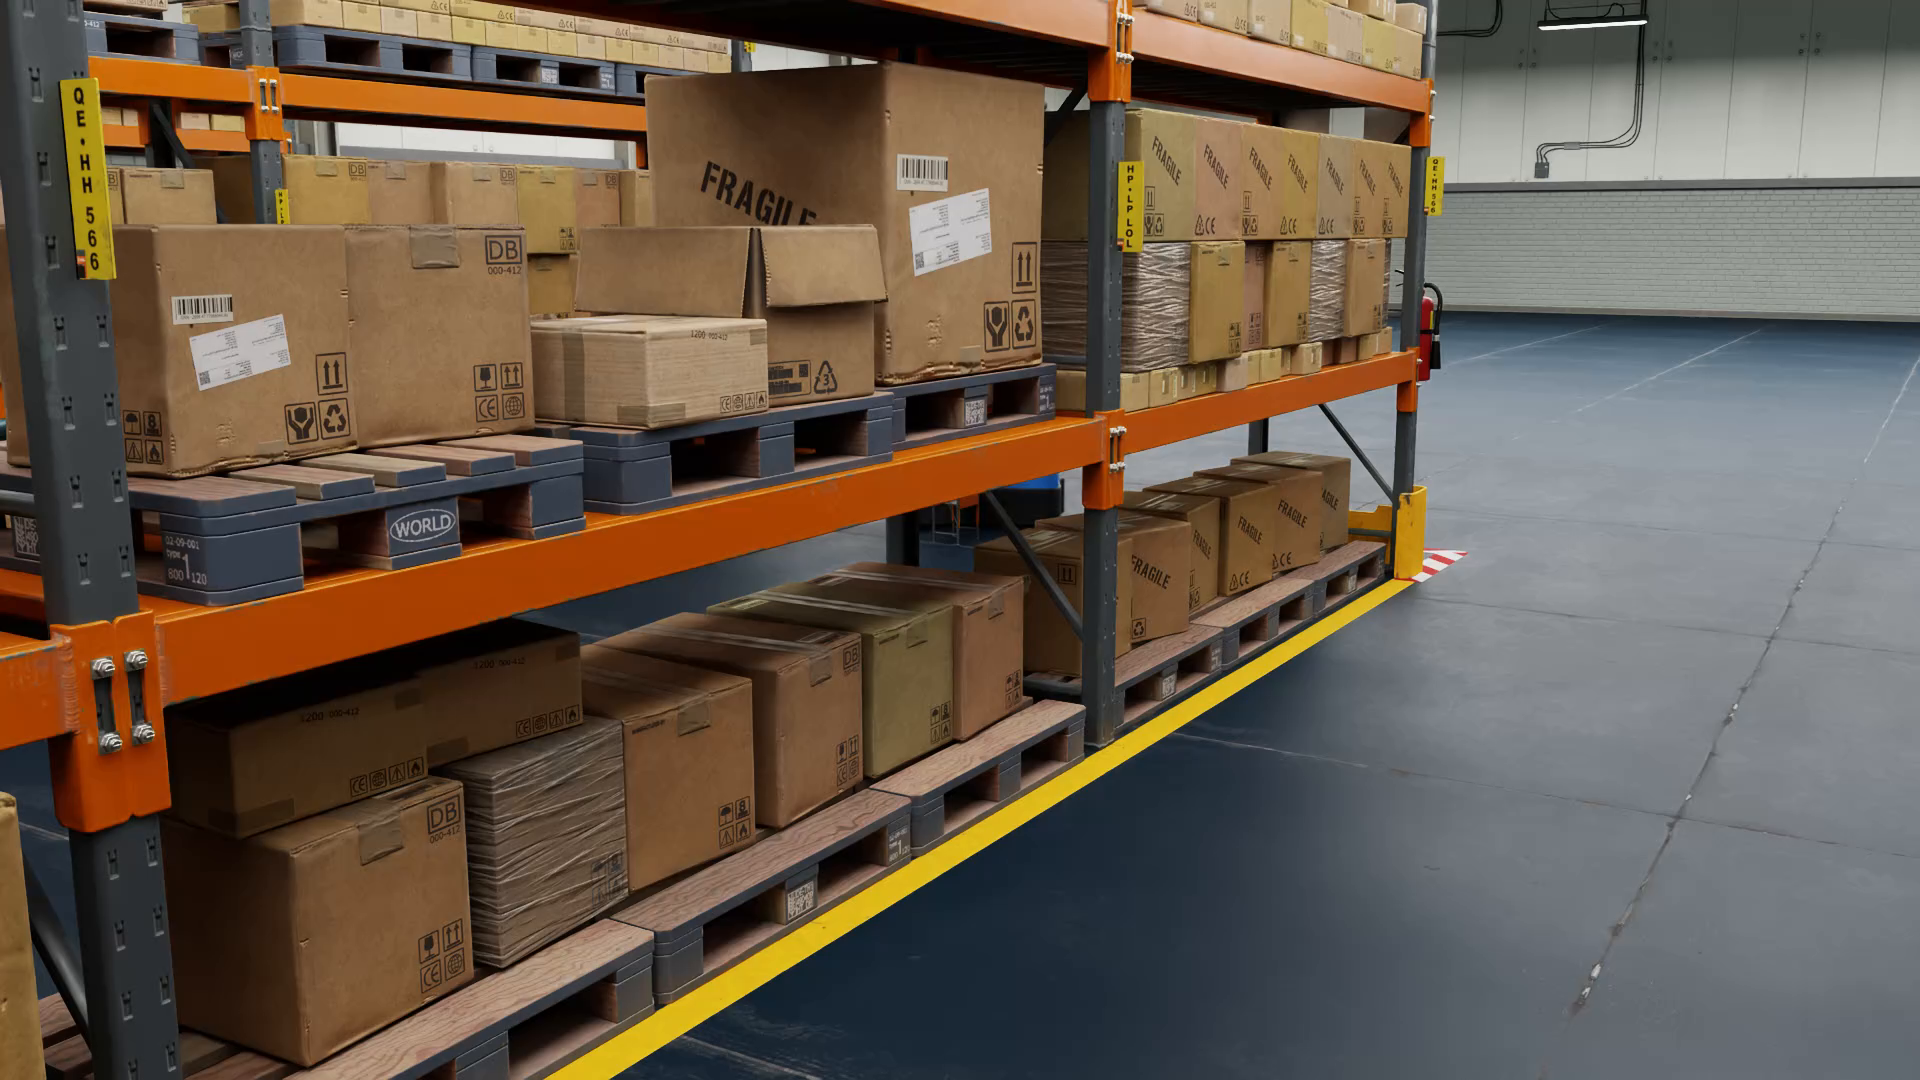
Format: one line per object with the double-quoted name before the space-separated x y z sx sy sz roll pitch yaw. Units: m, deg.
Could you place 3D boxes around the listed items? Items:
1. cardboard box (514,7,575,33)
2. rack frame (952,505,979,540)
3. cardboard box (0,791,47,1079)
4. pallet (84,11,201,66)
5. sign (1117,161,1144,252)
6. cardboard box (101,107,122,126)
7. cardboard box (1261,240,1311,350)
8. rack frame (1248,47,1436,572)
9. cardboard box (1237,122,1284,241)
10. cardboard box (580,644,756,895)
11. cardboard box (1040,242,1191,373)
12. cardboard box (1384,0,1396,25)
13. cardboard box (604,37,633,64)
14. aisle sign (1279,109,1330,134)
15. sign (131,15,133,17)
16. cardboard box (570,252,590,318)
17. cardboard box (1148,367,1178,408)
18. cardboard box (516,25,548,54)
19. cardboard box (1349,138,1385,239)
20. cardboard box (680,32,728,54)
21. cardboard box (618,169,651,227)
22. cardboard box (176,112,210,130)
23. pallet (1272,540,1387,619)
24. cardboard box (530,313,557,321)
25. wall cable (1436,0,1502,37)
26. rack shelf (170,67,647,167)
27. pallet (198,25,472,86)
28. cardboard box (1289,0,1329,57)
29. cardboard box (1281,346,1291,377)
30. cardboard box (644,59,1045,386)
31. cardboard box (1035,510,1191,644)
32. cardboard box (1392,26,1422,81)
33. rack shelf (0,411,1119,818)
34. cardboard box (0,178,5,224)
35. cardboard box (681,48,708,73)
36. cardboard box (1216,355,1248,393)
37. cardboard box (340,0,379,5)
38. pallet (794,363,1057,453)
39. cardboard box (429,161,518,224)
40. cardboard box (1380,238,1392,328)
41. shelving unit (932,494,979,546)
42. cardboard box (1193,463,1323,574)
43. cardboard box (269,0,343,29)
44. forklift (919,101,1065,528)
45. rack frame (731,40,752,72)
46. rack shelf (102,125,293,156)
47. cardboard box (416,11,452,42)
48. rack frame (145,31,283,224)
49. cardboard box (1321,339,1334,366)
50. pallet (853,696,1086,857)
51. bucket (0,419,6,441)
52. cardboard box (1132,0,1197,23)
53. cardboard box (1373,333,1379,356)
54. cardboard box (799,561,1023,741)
"cardboard box" -2.757 -3.291 10.331 0.500 0.250 0.500 7 12 31
"rack frame" 0.036 -0.527 10.830 0.200 1.050 0.008 6 12 31
"cardboard box" -2.301 0.863 2.738 1.225 0.875 0.875 6 12 28
"pallet" -4.469 -2.431 8.073 0.805 0.209 1.217 6 12 28
"sign" 0.628 -1.227 6.124 0.100 0.325 0.005 6 12 31
"cardboard box" -6.876 -3.355 13.171 0.380 0.149 0.250 6 12 29
"cardboard box" 1.196 -1.209 8.093 0.875 0.500 0.500 6 12 31
"rack frame" 2.229 -1.339 9.871 1.000 3.000 0.127 6 12 31
"cardboard box" 1.121 -1.601 7.471 0.500 0.500 0.500 6 12 31
"cardboard box" -1.029 0.646 4.865 0.700 0.500 0.500 8 13 35
"cardboard box" 0.438 -0.970 6.821 0.875 0.500 0.500 6 12 31
"cardboard box" 2.067 -2.779 8.735 0.380 0.149 0.250 6 12 28
"cardboard box" -2.370 -3.191 10.879 0.380 0.149 0.250 6 12 30
"aisle sign" 2.004 -2.655 9.837 0.394 0.787 0.004 6 12 31
"sign" -4.510 -3.020 9.078 0.100 0.325 0.005 6 12 31
"cardboard box" -2.777 -1.675 11.259 0.875 0.550 0.550 6 12 31
"cardboard box" 0.662 -0.630 6.764 0.380 0.149 0.250 6 12 31
"cardboard box" -2.766 -3.070 10.236 0.380 0.149 0.250 7 12 31
"cardboard box" 1.900 -1.837 8.731 0.500 0.500 0.500 6 12 31
"cardboard box" -1.973 -3.528 11.596 0.500 0.250 0.500 7 12 31
"cardboard box" -2.390 -2.284 11.573 0.875 0.550 0.550 6 12 31
"cardboard box" -6.456 -3.473 13.801 0.380 0.149 0.250 7 13 32
"pallet" 1.737 0.168 9.399 1.003 0.211 1.213 6 12 31
"cardboard box" -1.290 -0.510 4.663 0.396 0.266 0.258 6 12 29
"wall cable" 11.575 -13.378 40.226 3.097 2.526 0.112 6 12 31
"rack shelf" -2.996 -2.635 10.597 1.077 0.370 4.000 6 12 31
"pallet" -3.601 -2.758 9.541 1.003 0.211 1.213 6 12 31
"cardboard box" 1.409 -2.402 7.802 0.500 0.250 0.500 6 12 30
"cardboard box" 1.379 -0.873 8.061 0.380 0.149 0.250 6 12 31
"cardboard box" -0.380 -1.100 5.821 1.000 1.000 1.000 6 12 31
"cardboard box" 0.685 0.162 7.503 0.500 0.500 0.500 -9 14 -39
"cardboard box" 2.195 -2.640 9.074 0.500 0.250 0.500 7 13 32
"rack shelf" -0.886 -0.042 4.897 1.077 0.370 4.000 6 12 31
"cardboard box" -4.816 -1.501 7.748 0.700 0.500 0.500 6 12 31
"cardboard box" -1.973 -3.311 11.523 0.380 0.149 0.250 7 12 31
"cardboard box" 1.054 -0.747 7.392 0.380 0.149 0.250 6 12 31
"cardboard box" -3.542 -3.053 9.057 0.500 0.250 0.500 6 12 31
"pallet" -0.369 -0.510 5.961 1.003 0.211 1.213 6 12 31
"cardboard box" -3.230 -2.029 10.211 0.875 0.550 0.550 6 12 31
"cardboard box" 1.920 -1.451 9.386 0.875 0.500 0.500 6 12 31
"shelving unit" -0.028 -0.508 10.727 0.215 1.050 0.252 6 12 31
"cardboard box" 1.609 -0.123 9.027 0.500 0.500 0.500 -10 14 -43
"cardboard box" -3.555 -2.831 8.958 0.380 0.149 0.250 6 12 30
"forklift" 0.177 -1.749 12.248 1.130 2.935 3.031 0 11 1
"rack frame" -1.958 -4.778 11.935 1.000 3.000 0.127 6 12 31
"rack shelf" -7.279 -3.092 13.038 1.077 0.370 4.000 6 12 31
"cardboard box" -3.161 -2.951 9.596 0.380 0.149 0.250 6 12 30
"rack frame" -4.035 -1.200 9.127 1.000 3.000 0.127 6 12 31
"cardboard box" 1.733 -0.995 8.712 0.380 0.149 0.250 6 12 31
"pallet" -0.251 0.783 6.113 1.003 0.211 1.213 6 12 31
"bucket" -5.935 -0.580 10.579 0.620 0.611 0.726 -20 21 -35
"cardboard box" 0.604 -2.157 6.496 0.500 0.250 0.500 6 12 28
"cardboard box" 2.127 -1.112 9.340 0.380 0.149 0.250 6 12 31
"cardboard box" -0.185 0.397 6.195 0.700 0.500 0.500 5 12 26
